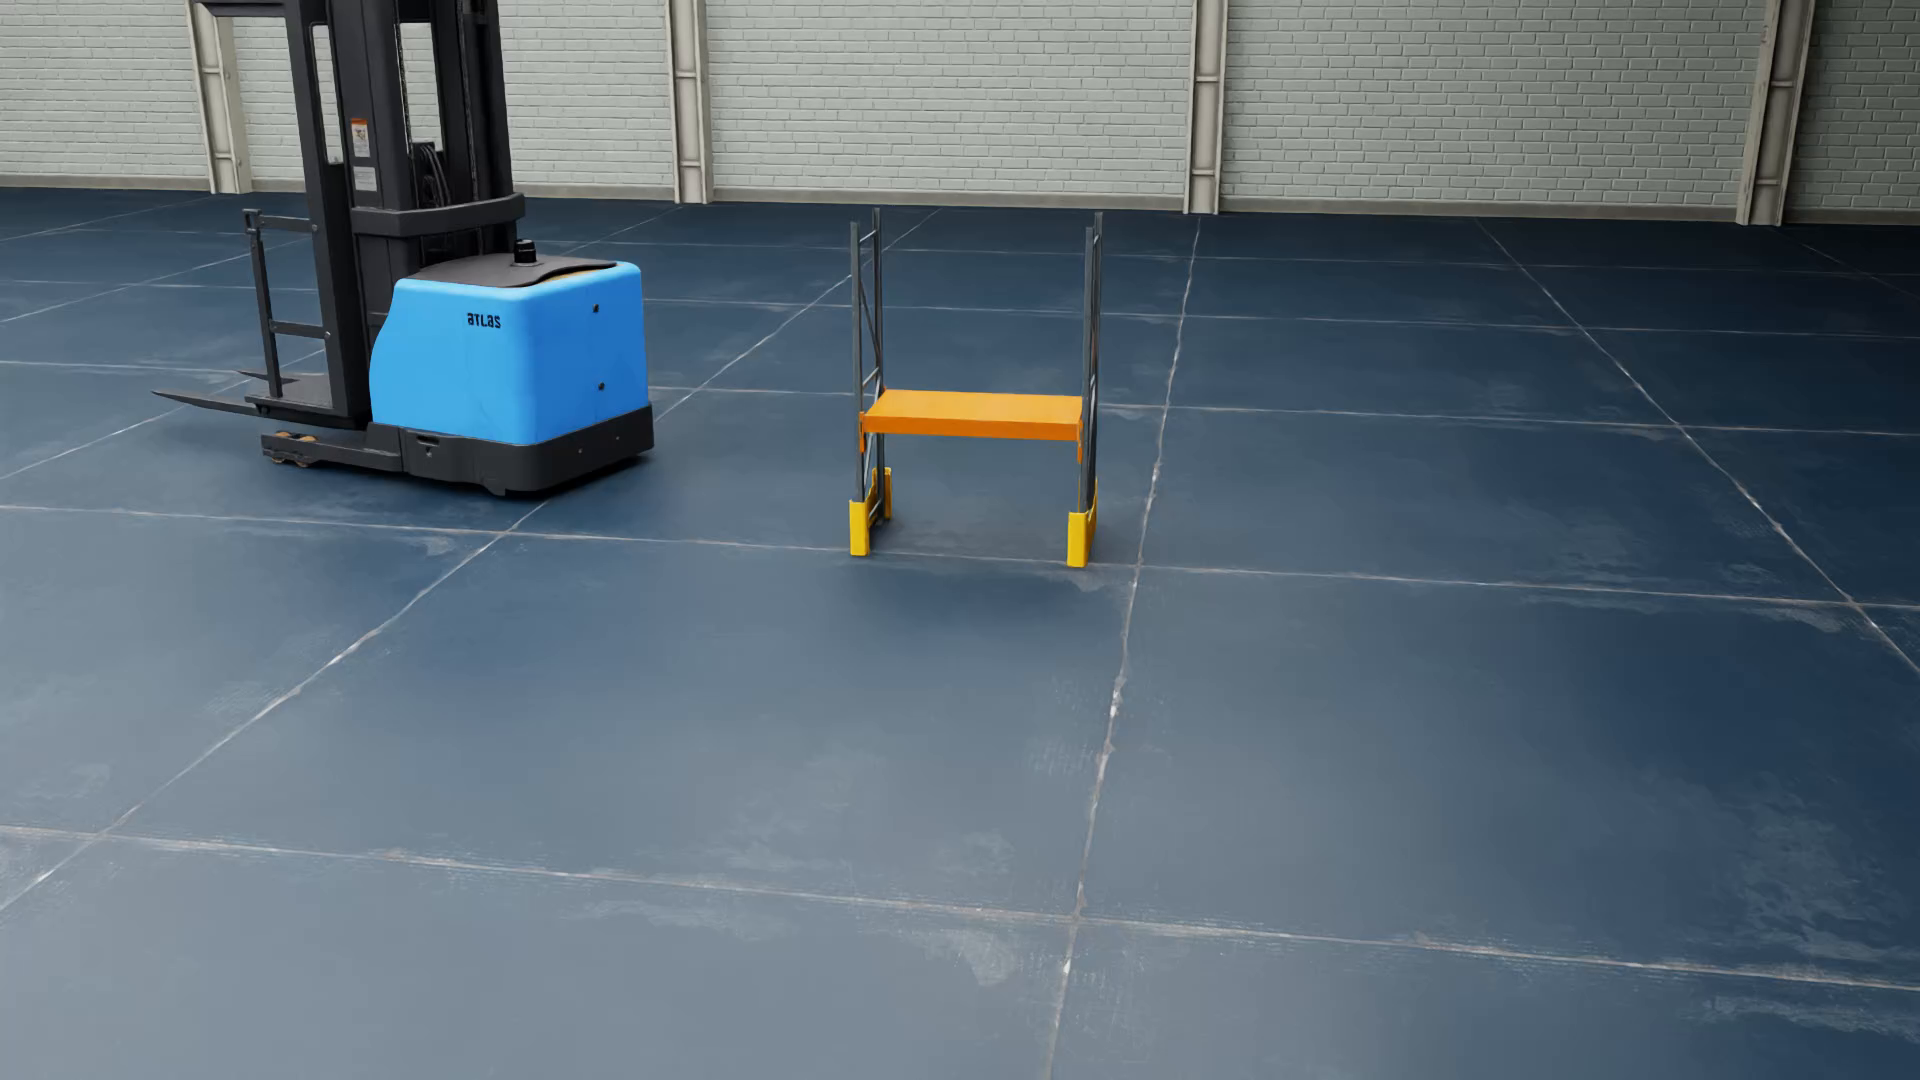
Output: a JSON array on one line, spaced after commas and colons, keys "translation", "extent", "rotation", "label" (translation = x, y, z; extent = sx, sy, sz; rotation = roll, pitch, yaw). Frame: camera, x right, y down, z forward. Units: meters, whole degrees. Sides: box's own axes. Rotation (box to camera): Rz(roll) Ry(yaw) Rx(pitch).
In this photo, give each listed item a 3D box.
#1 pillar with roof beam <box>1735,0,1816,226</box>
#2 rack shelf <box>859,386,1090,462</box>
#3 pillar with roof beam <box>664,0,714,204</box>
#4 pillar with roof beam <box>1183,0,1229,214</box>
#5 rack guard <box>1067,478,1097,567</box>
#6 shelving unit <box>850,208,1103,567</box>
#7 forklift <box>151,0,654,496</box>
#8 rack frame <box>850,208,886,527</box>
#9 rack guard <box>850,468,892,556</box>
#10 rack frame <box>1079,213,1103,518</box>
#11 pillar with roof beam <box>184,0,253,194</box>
[{"translation": [7.994, -6.359, 12.627], "extent": [0.400, 9.000, 9.100], "rotation": [3, 19, 9], "label": "pillar with roof beam"}, {"translation": [0.084, -0.536, 7.609], "extent": [1.000, 0.185, 0.538], "rotation": [3, 19, 9], "label": "rack shelf"}, {"translation": [-3.854, -6.963, 14.432], "extent": [0.400, 9.000, 9.100], "rotation": [3, 19, 9], "label": "pillar with roof beam"}, {"translation": [2.070, -6.661, 13.529], "extent": [0.400, 9.000, 9.100], "rotation": [3, 19, 9], "label": "pillar with roof beam"}, {"translation": [0.567, -0.090, 7.677], "extent": [0.087, 0.250, 0.587], "rotation": [3, 19, 9], "label": "rack guard"}, {"translation": [0.075, -0.707, 7.554], "extent": [1.083, 1.500, 0.587], "rotation": [3, 19, 9], "label": "shelving unit"}, {"translation": [-3.223, -1.920, 8.922], "extent": [3.031, 2.935, 1.130], "rotation": [9, 21, 26], "label": "forklift"}, {"translation": [-0.418, -0.733, 7.629], "extent": [0.032, 1.500, 0.500], "rotation": [3, 19, 9], "label": "rack frame"}, {"translation": [-0.416, -0.140, 7.827], "extent": [0.087, 0.250, 0.587], "rotation": [3, 19, 9], "label": "rack guard"}, {"translation": [0.586, -0.681, 7.476], "extent": [0.032, 1.500, 0.500], "rotation": [3, 19, 9], "label": "rack frame"}, {"translation": [-9.778, -7.265, 15.334], "extent": [0.400, 9.000, 9.100], "rotation": [3, 19, 9], "label": "pillar with roof beam"}]
